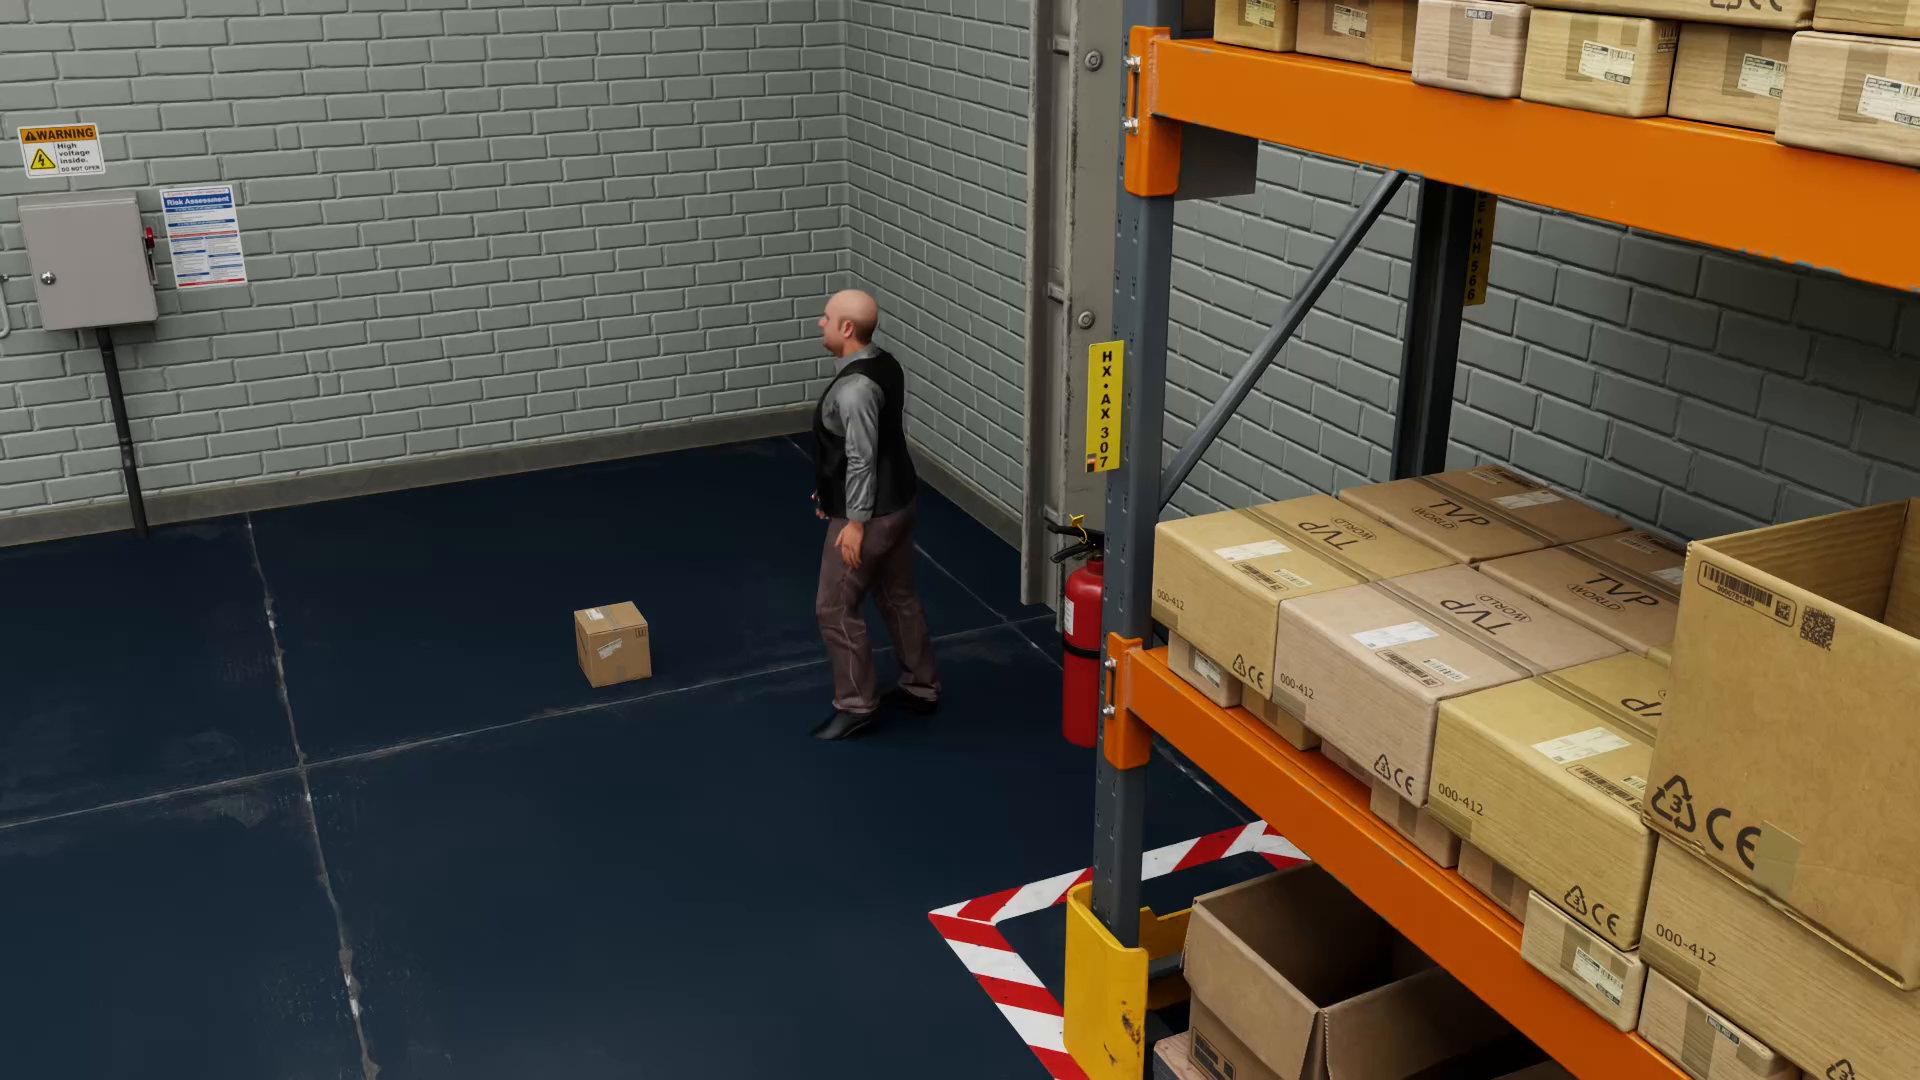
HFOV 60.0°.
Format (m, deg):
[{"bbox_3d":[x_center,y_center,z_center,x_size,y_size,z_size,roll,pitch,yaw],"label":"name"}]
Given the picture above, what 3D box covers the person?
[{"bbox_3d":[-0.353,-0.087,6.398,0.568,1.762,0.571,5,22,12],"label":"person"}]
